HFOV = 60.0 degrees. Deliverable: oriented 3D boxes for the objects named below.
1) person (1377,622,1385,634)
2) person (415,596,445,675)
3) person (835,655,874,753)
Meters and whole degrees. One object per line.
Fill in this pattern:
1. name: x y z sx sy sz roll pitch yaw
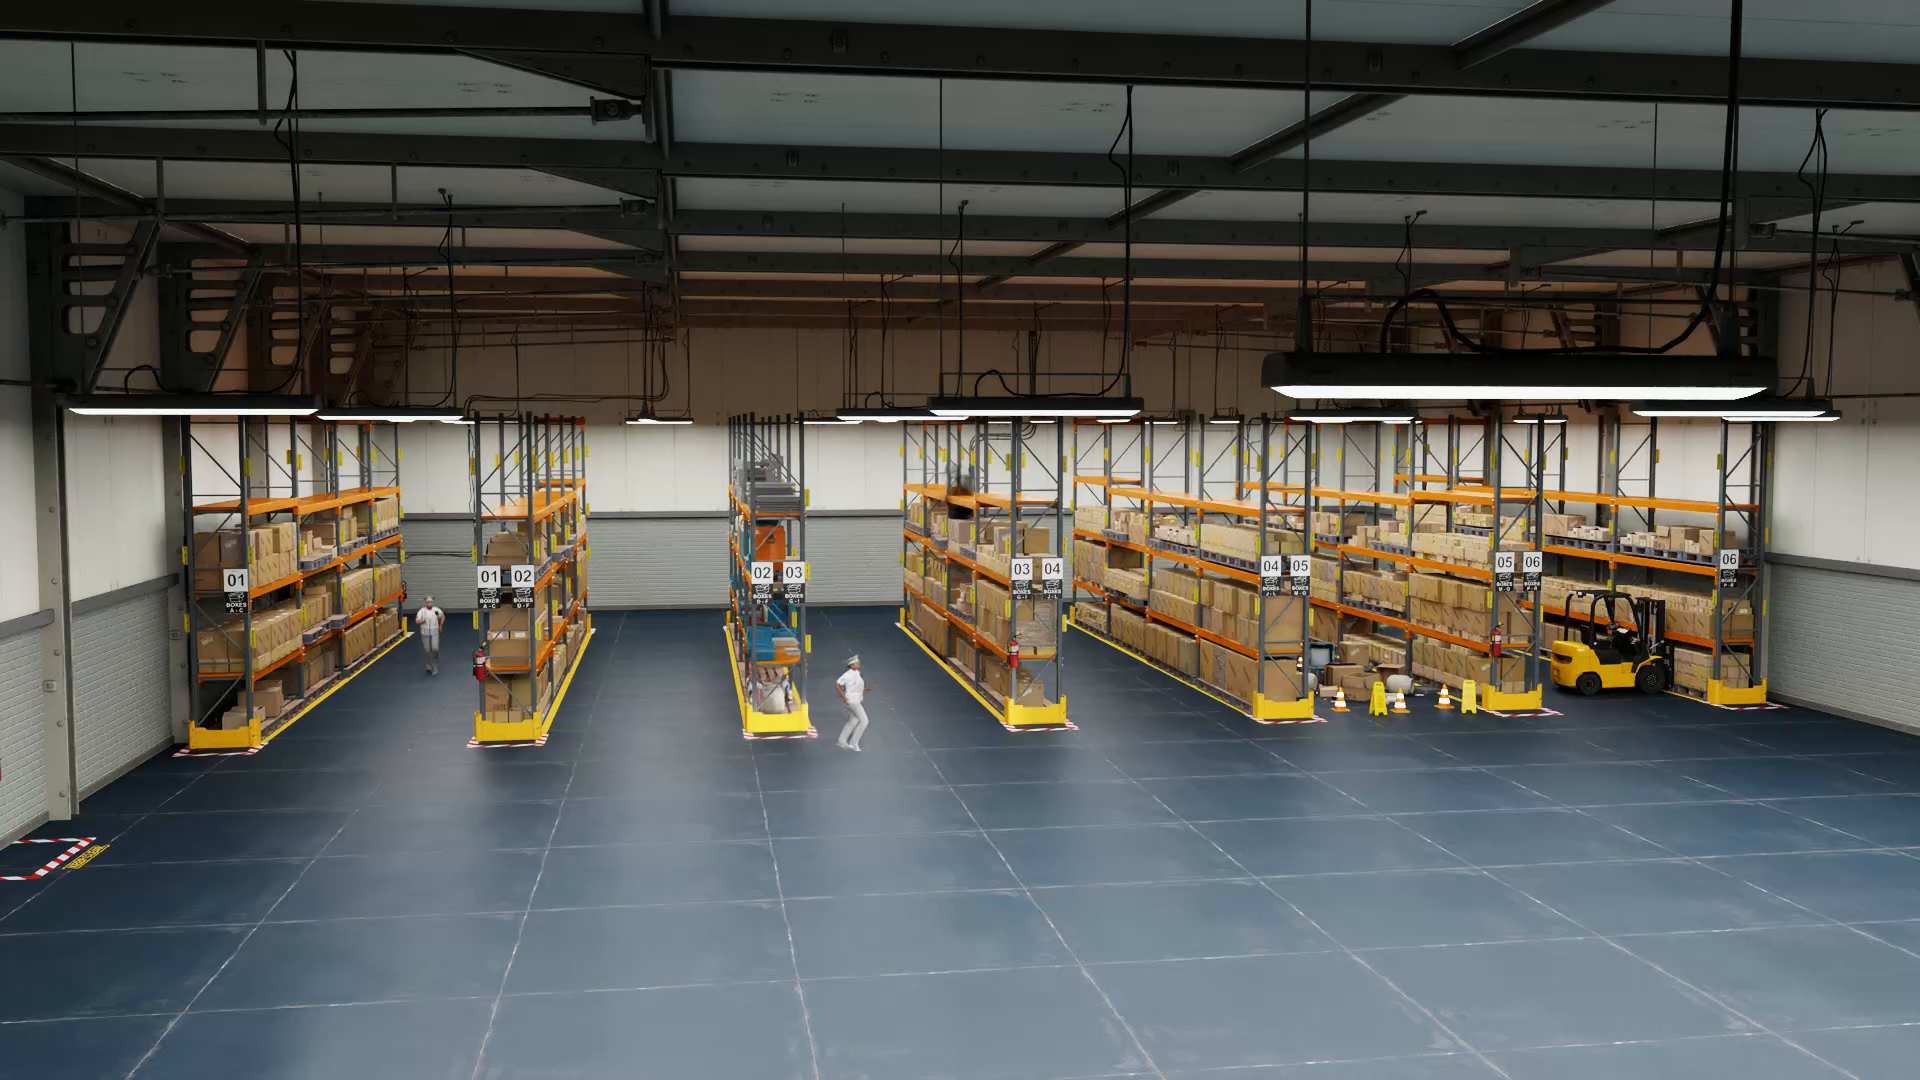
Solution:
1. person: 11.365 1.781 45.155 0.714 1.743 0.901 -1 4 -15
2. person: -12.323 2.213 38.677 0.640 1.845 0.755 -1 4 -16
3. person: -1.852 2.891 29.297 0.695 1.727 0.541 1 4 14
